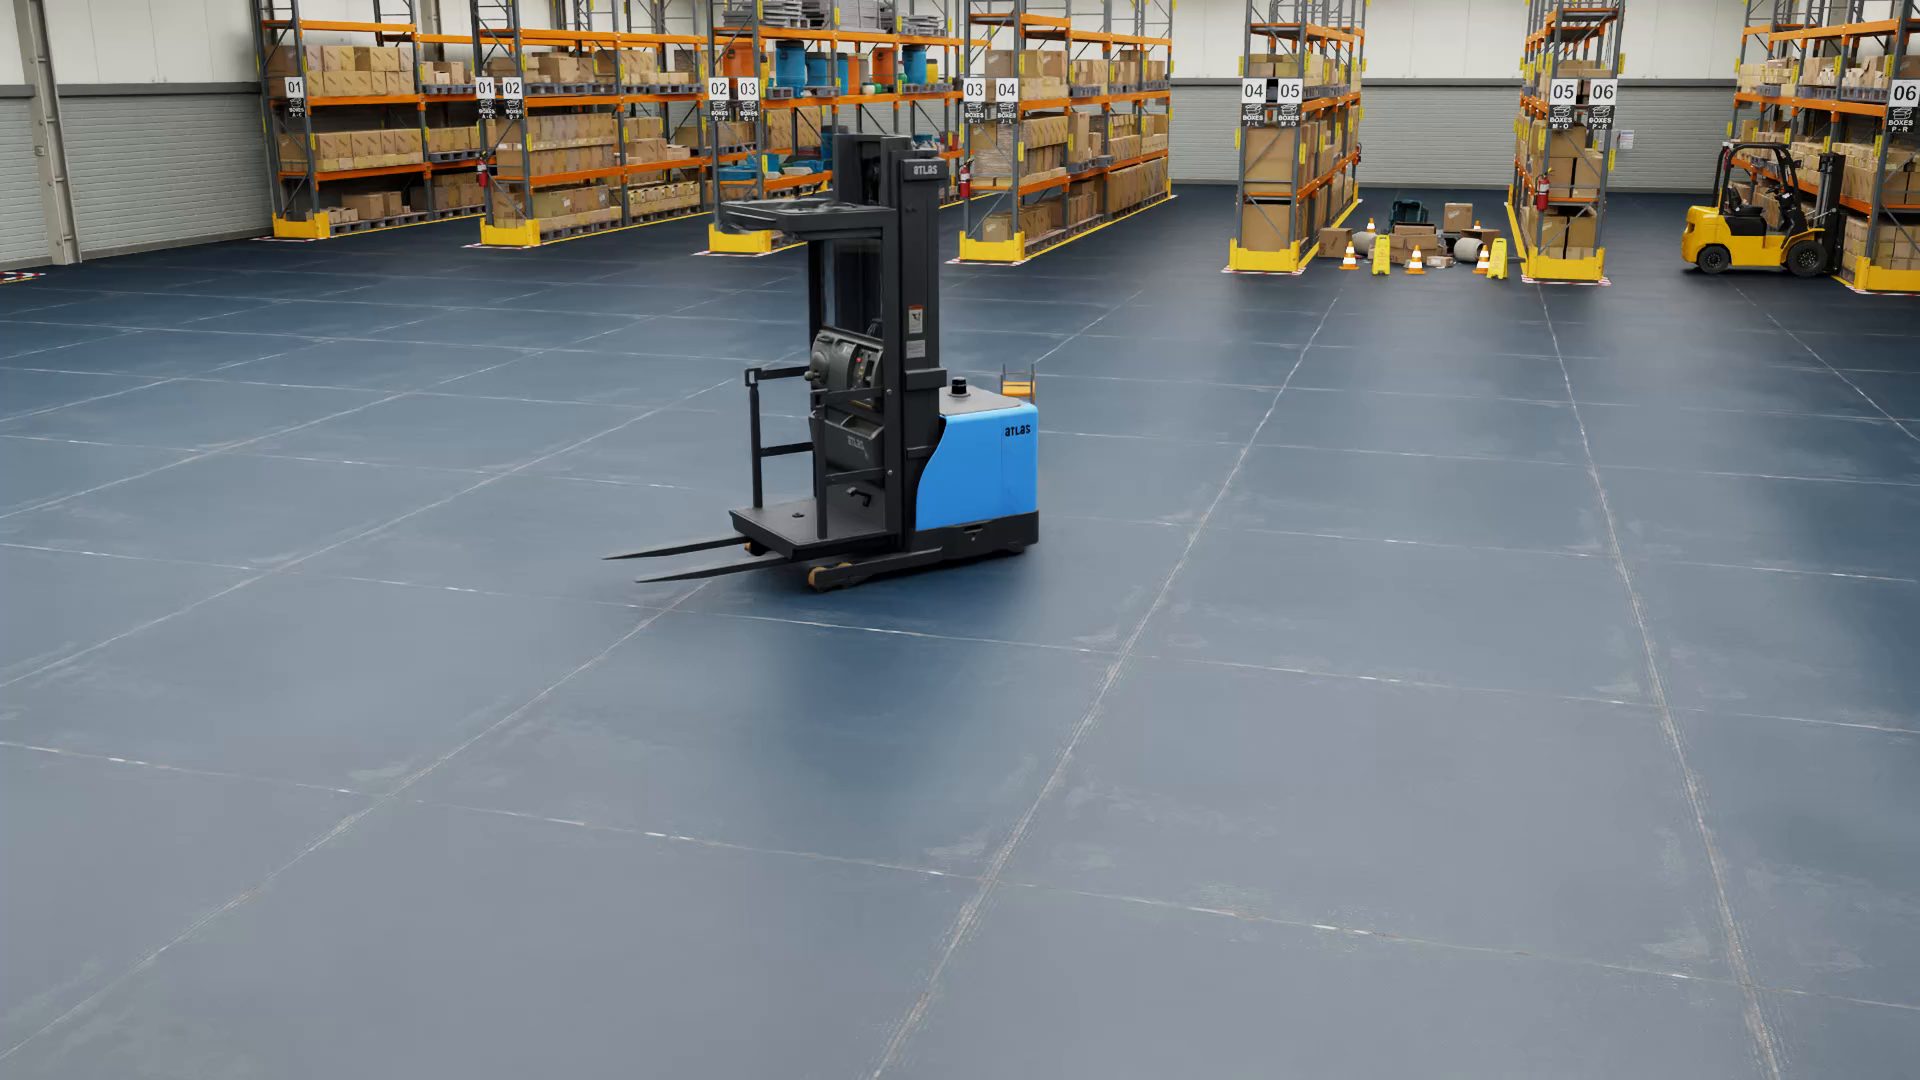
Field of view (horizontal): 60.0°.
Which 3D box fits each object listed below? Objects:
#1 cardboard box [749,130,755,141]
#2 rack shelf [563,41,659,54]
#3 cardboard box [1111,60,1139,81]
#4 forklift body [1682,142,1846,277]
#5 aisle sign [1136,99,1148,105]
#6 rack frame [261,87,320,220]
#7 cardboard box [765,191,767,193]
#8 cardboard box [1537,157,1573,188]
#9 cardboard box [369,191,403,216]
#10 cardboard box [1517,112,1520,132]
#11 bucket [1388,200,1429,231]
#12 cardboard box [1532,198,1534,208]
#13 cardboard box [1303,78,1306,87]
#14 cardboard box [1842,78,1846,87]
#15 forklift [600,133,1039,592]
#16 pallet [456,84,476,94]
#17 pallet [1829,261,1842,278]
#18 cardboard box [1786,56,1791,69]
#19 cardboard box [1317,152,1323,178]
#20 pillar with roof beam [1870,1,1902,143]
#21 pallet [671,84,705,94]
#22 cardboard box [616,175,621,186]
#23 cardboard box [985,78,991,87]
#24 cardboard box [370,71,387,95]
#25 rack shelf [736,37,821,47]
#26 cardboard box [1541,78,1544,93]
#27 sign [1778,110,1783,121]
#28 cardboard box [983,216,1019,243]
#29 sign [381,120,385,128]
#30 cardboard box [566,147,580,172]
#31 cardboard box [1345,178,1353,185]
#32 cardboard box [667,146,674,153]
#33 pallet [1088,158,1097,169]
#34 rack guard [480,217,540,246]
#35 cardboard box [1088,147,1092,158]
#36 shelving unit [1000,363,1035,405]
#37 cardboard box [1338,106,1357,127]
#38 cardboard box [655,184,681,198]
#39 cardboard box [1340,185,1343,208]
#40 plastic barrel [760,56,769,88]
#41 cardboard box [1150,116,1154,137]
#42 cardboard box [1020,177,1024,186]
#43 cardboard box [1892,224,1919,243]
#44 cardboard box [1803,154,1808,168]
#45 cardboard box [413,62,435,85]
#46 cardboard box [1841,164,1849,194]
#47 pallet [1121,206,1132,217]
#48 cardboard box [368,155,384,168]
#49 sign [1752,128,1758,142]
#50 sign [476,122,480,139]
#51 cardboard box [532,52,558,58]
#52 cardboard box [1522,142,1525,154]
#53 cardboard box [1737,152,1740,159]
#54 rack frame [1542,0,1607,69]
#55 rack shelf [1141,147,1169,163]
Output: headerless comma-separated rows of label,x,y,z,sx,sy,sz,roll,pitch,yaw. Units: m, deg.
cardboard box,-5.627,-10.681,44.305,0.500,0.500,0.500,5,17,17
rack shelf,-9.705,-13.736,46.318,1.077,0.370,4.000,5,16,16
cardboard box,4.139,-11.664,41.320,0.700,0.500,0.500,4,16,13
forklift body,13.615,-5.650,28.308,2.313,2.155,1.214,5,16,16
aisle sign,4.844,-12.052,44.559,0.394,0.787,0.004,5,16,16
rack frame,-13.683,-7.726,34.070,1.000,3.000,0.127,5,16,16
cardboard box,-5.388,-9.340,43.535,0.500,0.500,0.500,5,16,16
cardboard box,9.955,-6.159,27.820,0.500,0.500,0.500,4,16,15
cardboard box,-12.803,-7.507,37.072,0.500,0.500,0.500,3,16,12
cardboard box,14.203,-10.416,41.541,0.500,0.500,0.500,4,16,15
bucket,8.599,-6.151,31.731,0.726,0.611,0.620,11,9,35
cardboard box,10.465,-6.037,29.822,0.380,0.149,0.250,6,17,19
cardboard box,5.696,-7.799,28.341,0.380,0.149,0.250,5,17,16
cardboard box,15.544,-7.946,28.857,0.380,0.149,0.250,5,17,17
forklift,-0.953,-1.227,11.285,3.031,2.935,1.130,-10,19,-31
pallet,-11.977,-10.550,38.874,1.213,0.211,1.003,5,16,16
pallet,15.351,-4.601,28.163,1.003,0.211,1.213,5,16,16
cardboard box,18.214,-10.390,36.169,0.396,0.266,0.258,4,16,15
cardboard box,6.835,-7.374,32.645,0.500,0.500,0.500,5,17,16
pillar with roof beam,13.465,-10.323,32.233,9.100,9.000,0.400,5,16,16
pallet,-6.767,-10.603,39.064,1.213,0.211,1.003,5,17,18
cardboard box,-9.816,-10.183,46.547,0.700,0.500,0.500,4,16,15
cardboard box,0.344,-8.233,29.905,0.380,0.149,0.250,5,16,16
cardboard box,-12.730,-9.842,35.816,0.500,0.500,0.500,4,16,14
rack shelf,-4.954,-13.544,44.913,1.077,0.370,4.000,5,16,16
cardboard box,10.522,-8.006,29.290,0.500,0.250,0.500,5,17,16
sign,19.899,-10.268,40.331,0.100,0.325,0.005,5,16,16
cardboard box,0.757,-5.735,30.863,0.500,0.500,0.500,8,18,26
sign,-13.080,-9.371,37.750,0.100,0.325,0.005,5,16,16
cardboard box,-8.351,-7.917,34.561,0.700,0.500,0.500,5,17,18
cardboard box,9.852,-9.168,42.519,0.380,0.149,0.250,4,16,15
cardboard box,-7.099,-9.174,39.338,0.500,0.311,0.500,4,16,15
pallet,2.314,-8.053,35.575,1.003,0.211,1.213,5,16,16
rack guard,-8.940,-6.134,33.038,1.175,0.500,0.348,5,16,16
cardboard box,2.622,-8.346,35.735,0.396,0.266,0.258,4,16,14
shelving unit,0.432,-0.706,12.620,0.258,1.200,0.503,1,16,3
cardboard box,9.663,-10.612,41.686,0.500,0.500,0.500,6,17,19
cardboard box,-6.860,-8.160,38.843,0.500,0.311,0.500,5,16,16
cardboard box,8.732,-8.088,39.159,0.500,0.500,0.500,4,16,15
plastic barrel,-3.983,-9.001,31.955,0.600,0.588,0.600,0,16,0
cardboard box,4.646,-10.515,42.259,0.500,0.500,0.500,4,16,14
cardboard box,0.963,-6.572,30.465,0.380,0.149,0.250,5,16,16
cardboard box,15.144,-4.892,26.517,0.500,0.250,0.500,4,16,15
cardboard box,16.308,-7.183,31.516,0.500,0.250,0.500,5,17,17
cardboard box,-12.315,-10.602,37.762,0.500,0.500,0.500,7,17,24
cardboard box,15.311,-6.150,28.330,0.500,0.500,0.500,4,16,15
pallet,3.482,-7.843,39.595,1.003,0.211,1.213,5,16,16
cardboard box,-12.810,-8.168,35.868,0.500,0.250,0.500,5,17,16
sign,17.713,-9.017,37.036,0.100,0.325,0.005,5,16,16
sign,-9.449,-8.059,32.690,0.100,0.325,0.005,5,16,16
cardboard box,-10.791,-12.563,43.264,0.500,0.250,0.500,4,16,14
cardboard box,12.648,-8.618,36.576,0.500,0.250,0.500,4,16,14
cardboard box,18.602,-9.088,39.334,0.380,0.149,0.250,4,16,14
rack frame,11.202,-9.737,30.169,1.000,3.000,0.127,5,16,16
rack shelf,4.543,-9.890,43.019,1.077,0.370,4.000,5,16,16
